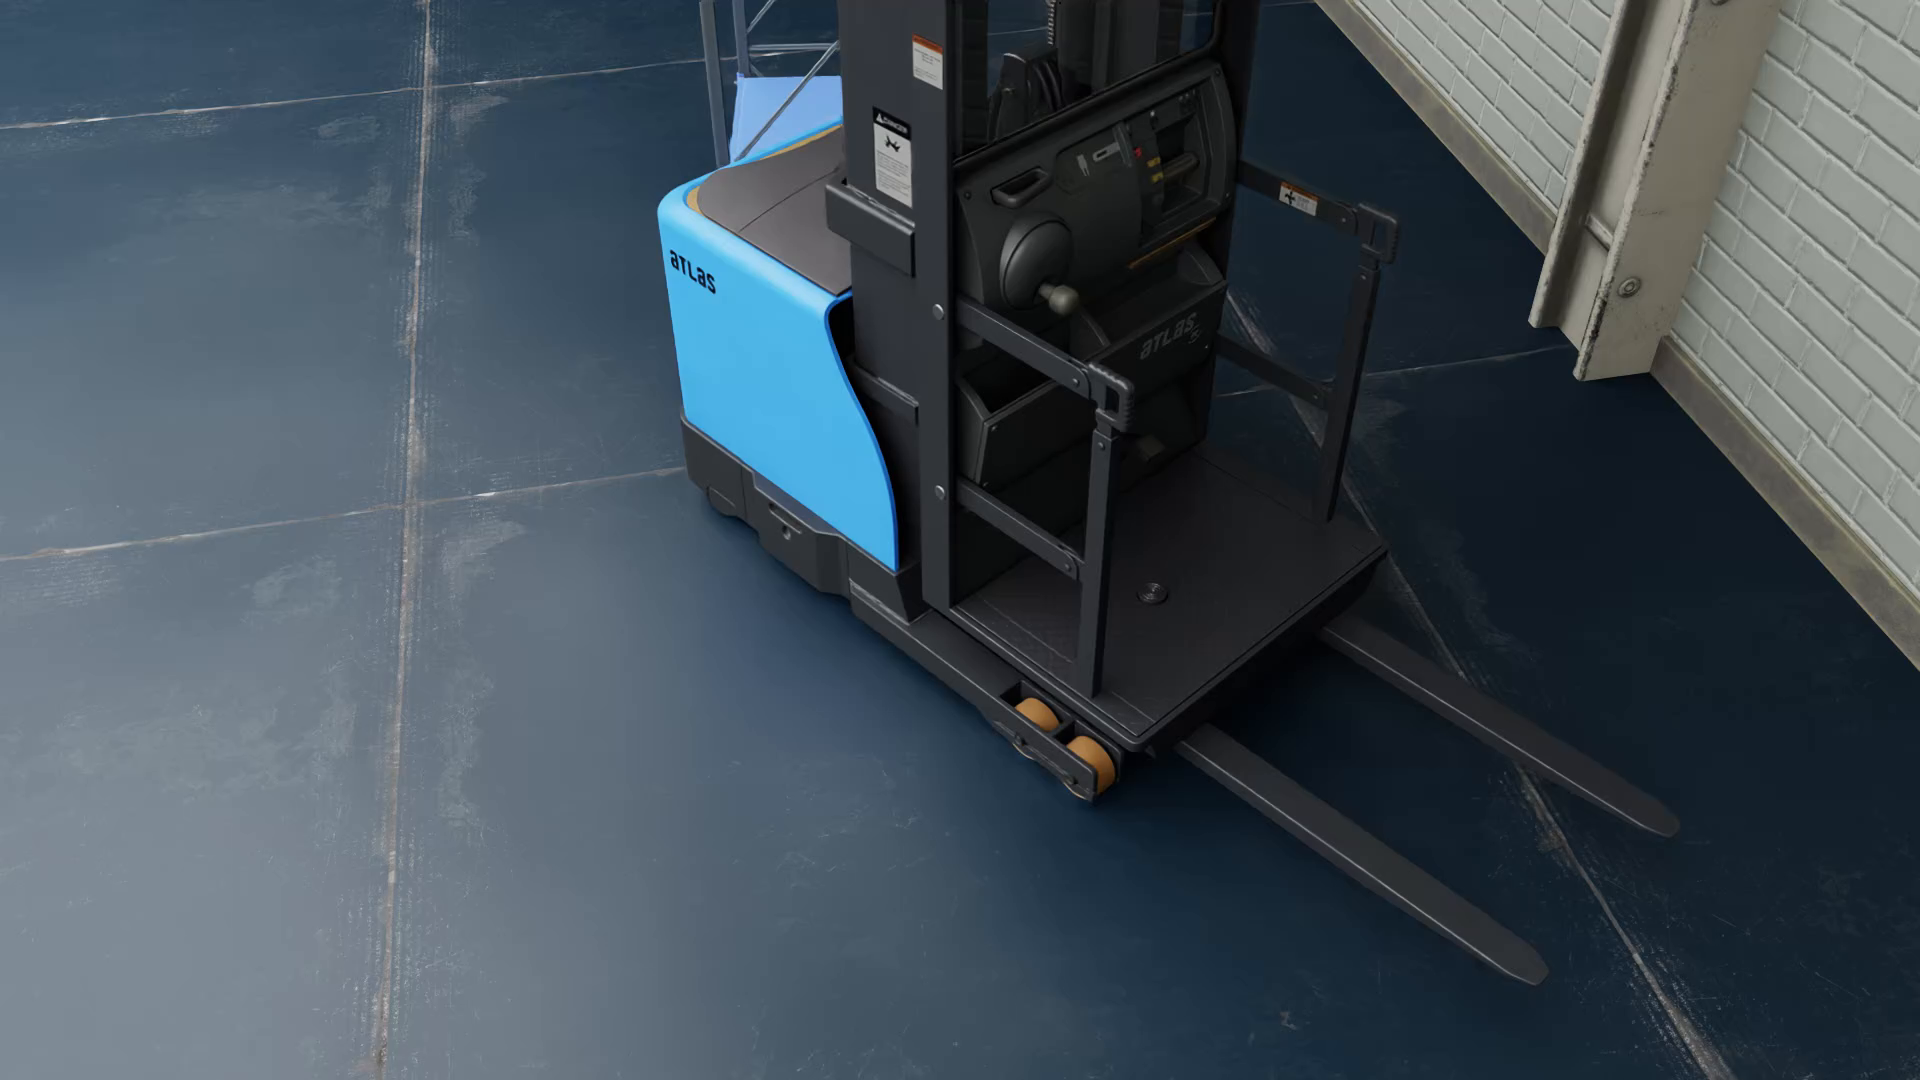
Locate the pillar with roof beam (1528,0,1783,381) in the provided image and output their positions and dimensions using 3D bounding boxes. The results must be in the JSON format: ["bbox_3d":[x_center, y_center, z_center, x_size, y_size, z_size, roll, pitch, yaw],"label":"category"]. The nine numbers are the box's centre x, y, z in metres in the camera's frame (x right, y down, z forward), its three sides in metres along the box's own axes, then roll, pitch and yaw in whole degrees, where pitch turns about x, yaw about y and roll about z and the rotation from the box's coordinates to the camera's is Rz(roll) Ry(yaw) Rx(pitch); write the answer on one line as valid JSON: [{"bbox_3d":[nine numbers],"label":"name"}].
[{"bbox_3d":[-1.905,-3.460,2.370,9.100,9.000,0.400,-8,42,-9],"label":"pillar with roof beam"}]

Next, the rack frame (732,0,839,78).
[{"bbox_3d":[-0.579,-1.832,6.184,0.500,1.500,0.032,-2,42,-2],"label":"rack frame"}]

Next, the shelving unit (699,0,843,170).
[{"bbox_3d":[-0.556,-1.495,5.804,0.538,1.500,1.048,-2,42,-2],"label":"shelving unit"}]

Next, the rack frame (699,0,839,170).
[{"bbox_3d":[-0.533,-1.157,5.424,0.500,1.500,0.032,-2,42,-2],"label":"rack frame"}]

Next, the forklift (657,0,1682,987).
[{"bbox_3d":[0.500,-0.793,3.935,1.130,2.935,3.031,-33,51,-31],"label":"forklift"}]

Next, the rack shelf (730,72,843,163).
[{"bbox_3d":[-0.556,-1.360,5.923,0.538,0.185,1.000,-2,42,-2],"label":"rack shelf"}]
